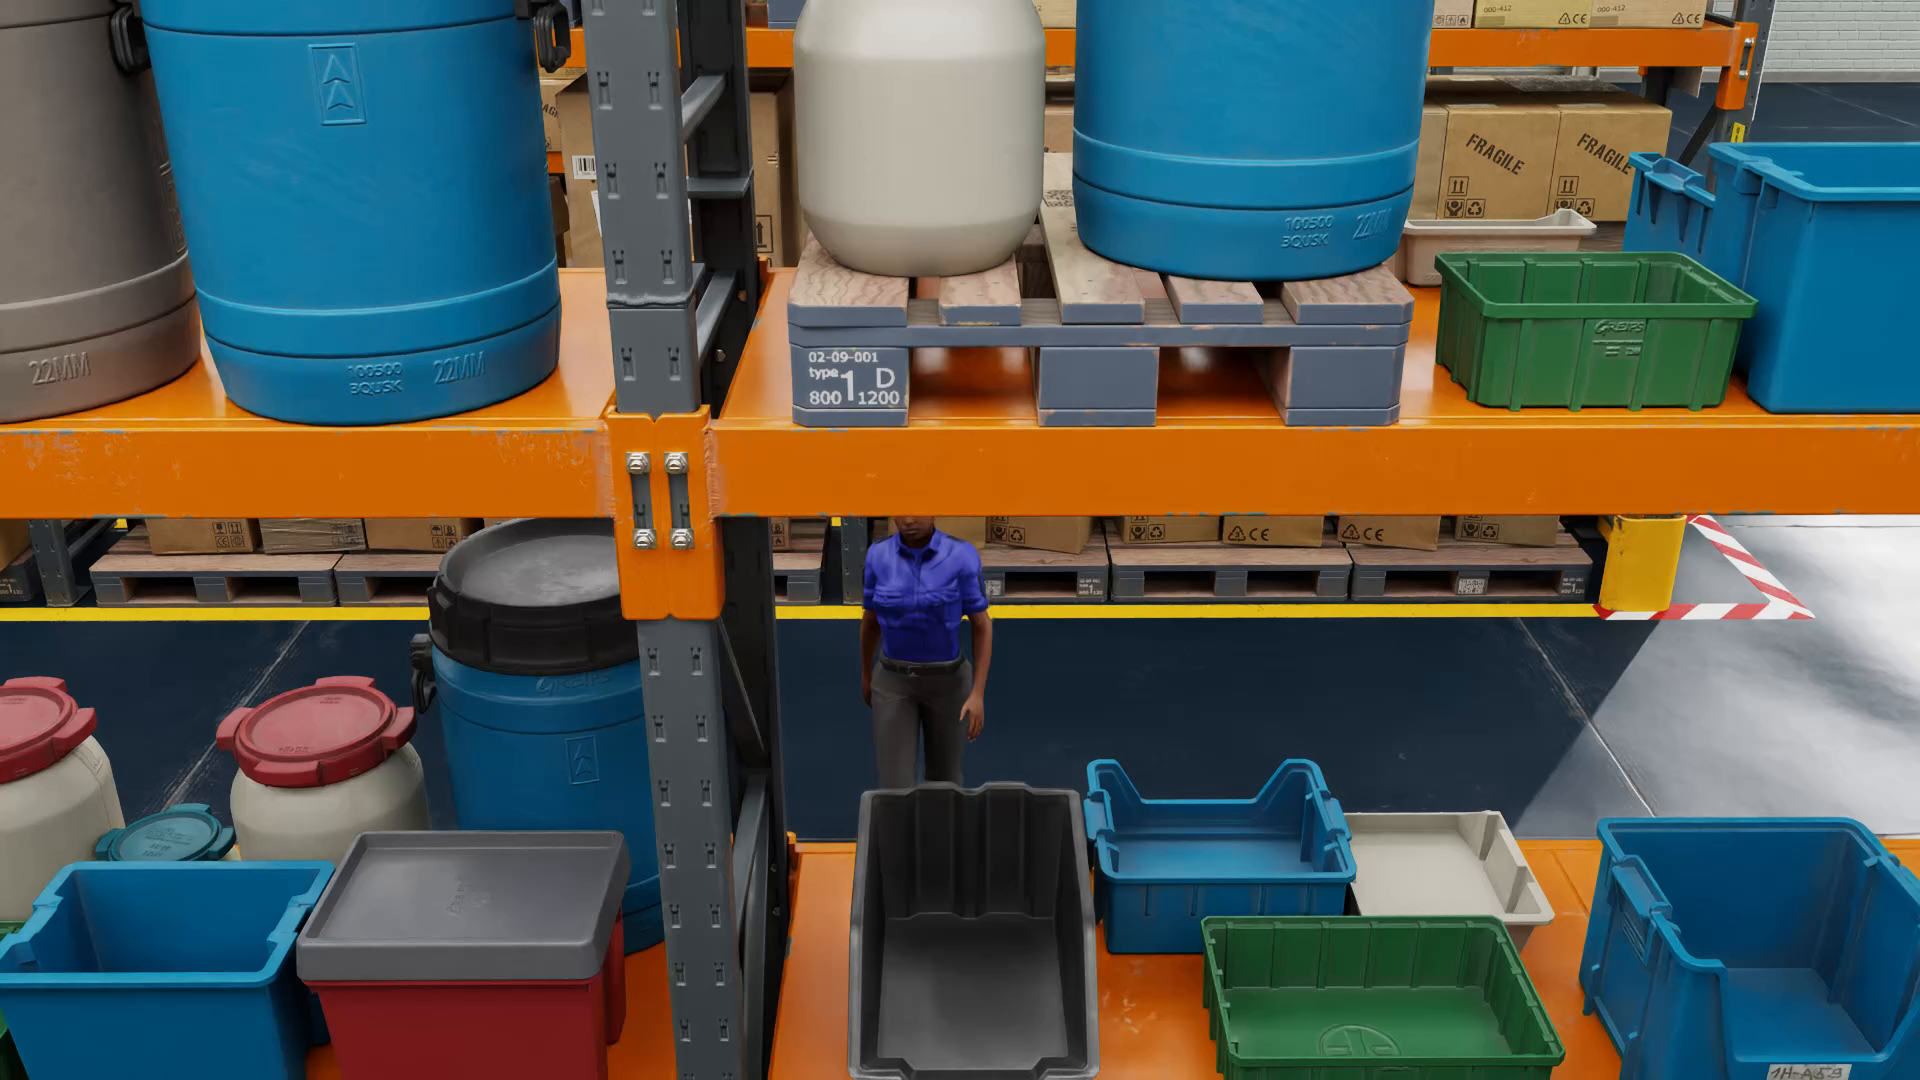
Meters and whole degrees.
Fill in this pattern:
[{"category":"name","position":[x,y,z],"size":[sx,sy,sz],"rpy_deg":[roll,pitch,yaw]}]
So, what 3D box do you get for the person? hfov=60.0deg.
[{"category":"person","position":[-0.138,0.563,5.892],"size":[0.496,1.583,0.903],"rpy_deg":[1,24,3]}]
